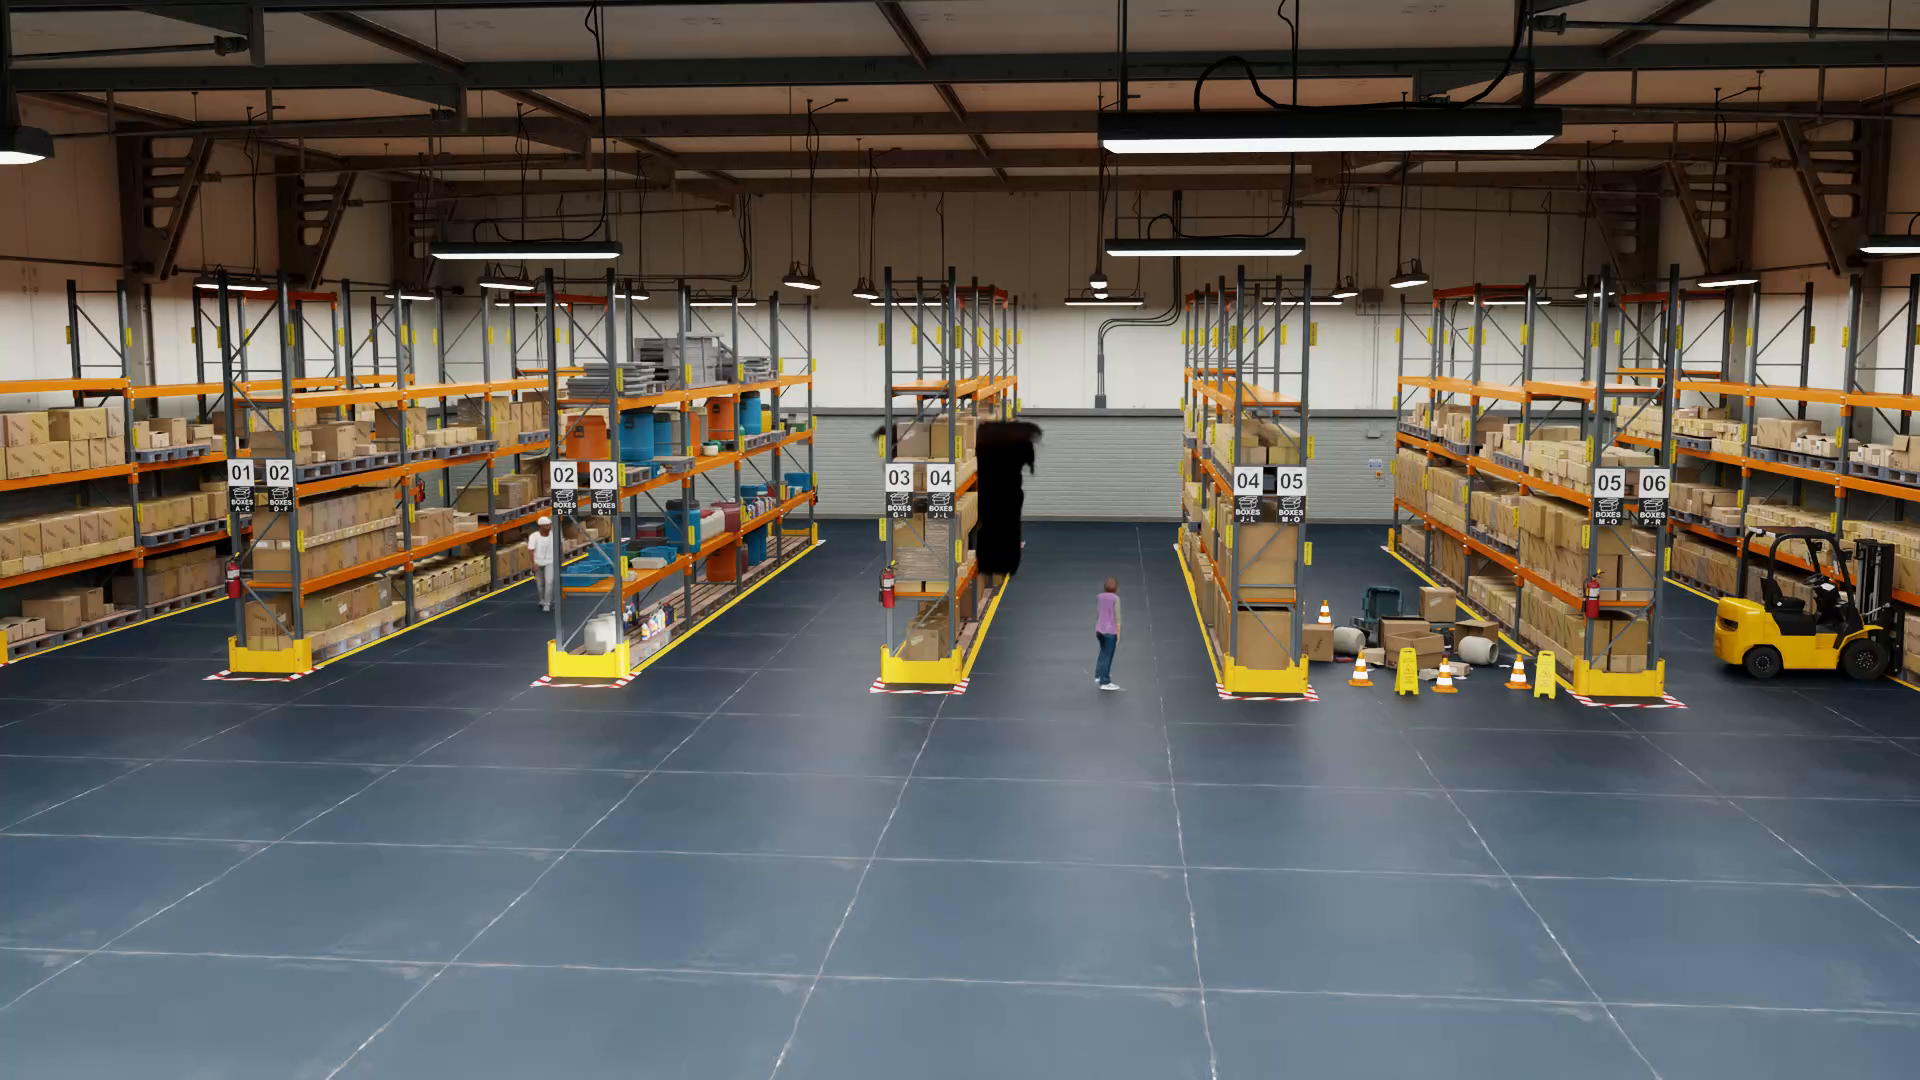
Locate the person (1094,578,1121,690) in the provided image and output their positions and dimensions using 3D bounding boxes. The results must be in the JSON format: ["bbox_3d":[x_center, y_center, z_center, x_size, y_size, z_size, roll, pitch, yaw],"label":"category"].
[{"bbox_3d":[2.125,1.335,23.711,0.355,1.599,0.493,-7,10,-43],"label":"person"}]

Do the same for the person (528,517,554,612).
[{"bbox_3d":[-7.679,0.435,30.610,0.477,1.721,1.028,0,7,-3],"label":"person"}]

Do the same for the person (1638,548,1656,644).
[{"bbox_3d":[11.215,0.926,27.186,0.387,1.603,0.506,6,9,40],"label":"person"}]
